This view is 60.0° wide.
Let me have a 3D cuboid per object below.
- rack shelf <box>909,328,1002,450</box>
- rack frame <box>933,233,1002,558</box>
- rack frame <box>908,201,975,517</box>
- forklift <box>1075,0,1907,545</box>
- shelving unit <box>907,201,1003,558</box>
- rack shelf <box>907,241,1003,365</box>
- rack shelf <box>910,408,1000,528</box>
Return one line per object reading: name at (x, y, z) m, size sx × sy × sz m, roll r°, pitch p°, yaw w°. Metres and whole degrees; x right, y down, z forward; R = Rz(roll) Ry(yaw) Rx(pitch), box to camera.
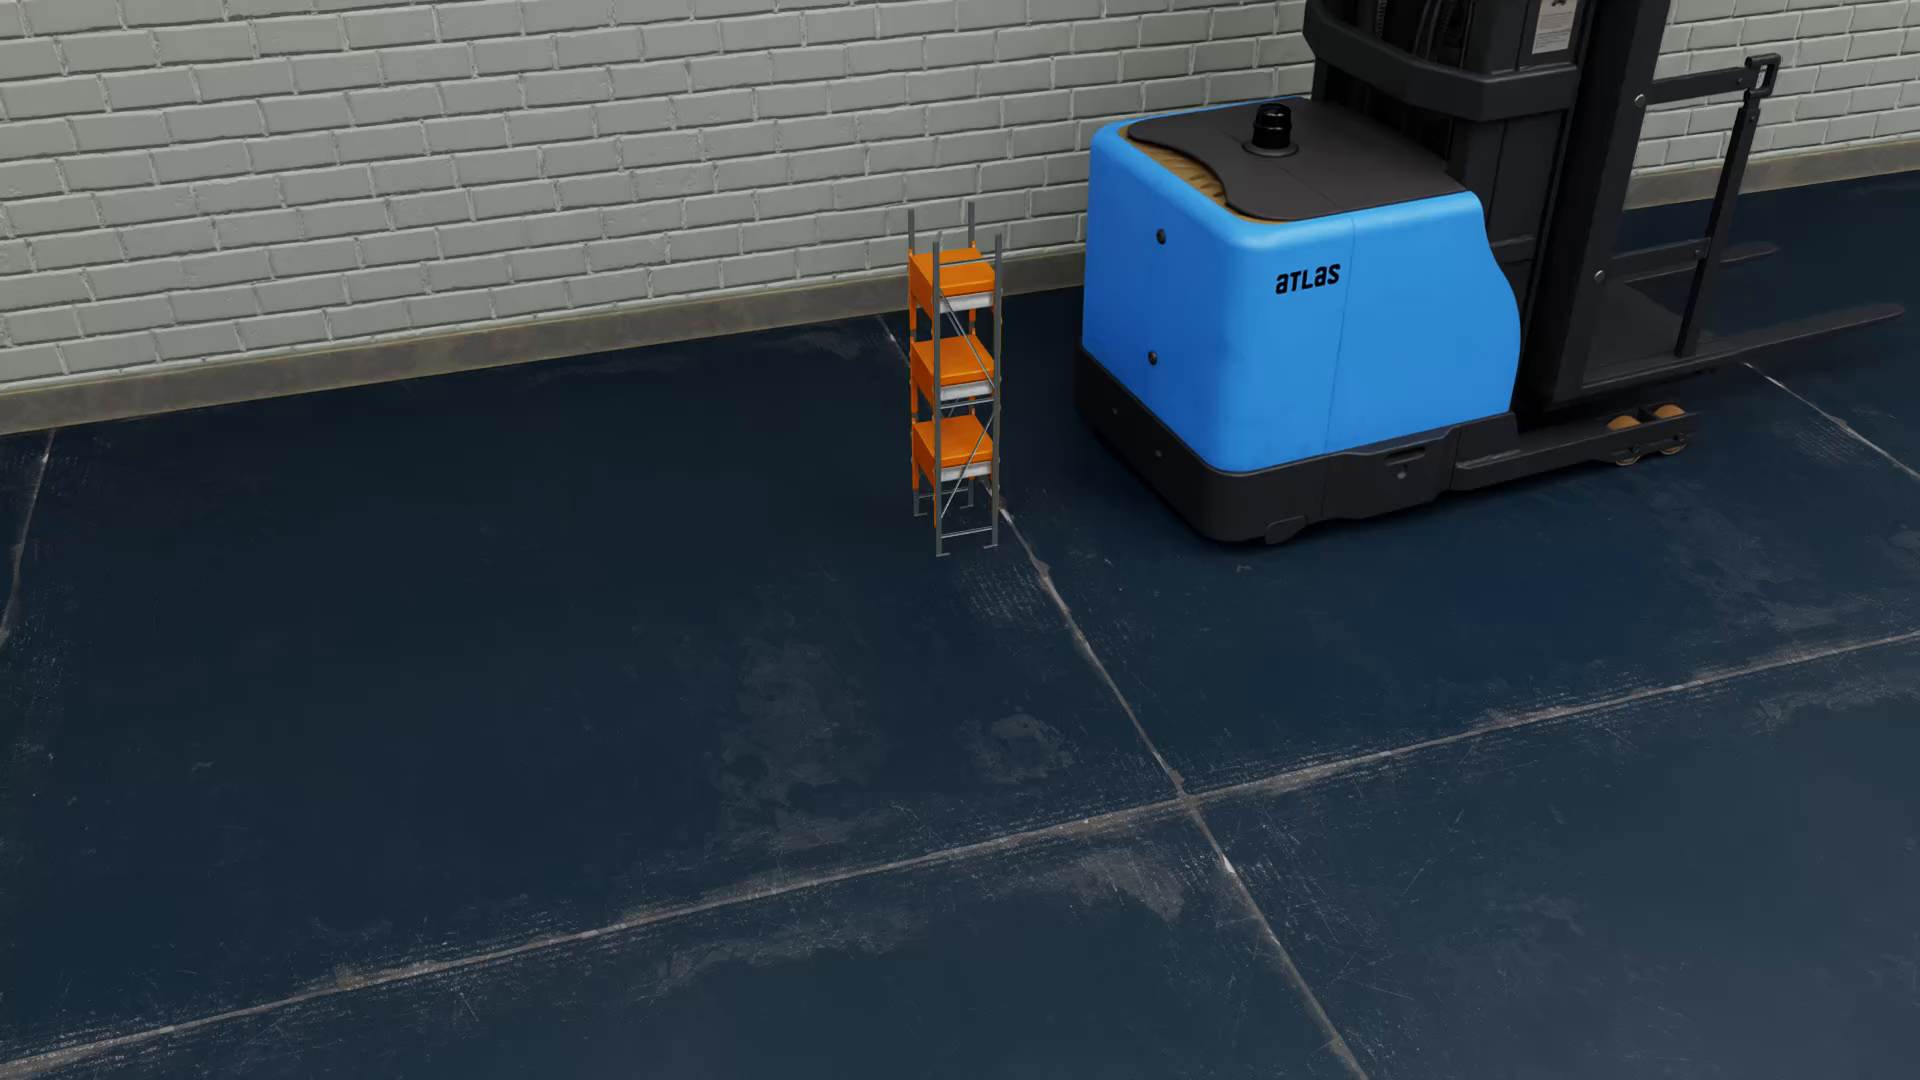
rack shelf at (-0.016, -0.457, 5.009) m, size 0.215 × 0.259 × 0.240 m, roll -10°, pitch 35°, yaw -15°
rack frame at (0.021, -0.402, 4.906) m, size 0.200 × 1.050 × 0.008 m, roll -10°, pitch 35°, yaw -15°
rack frame at (-0.054, -0.530, 5.100) m, size 0.200 × 1.050 × 0.008 m, roll -10°, pitch 35°, yaw -15°
forklift at (1.969, -1.729, 5.208) m, size 3.031 × 2.935 × 1.130 m, roll -13°, pitch 36°, yaw -19°
shelving unit at (-0.016, -0.466, 5.003) m, size 0.215 × 1.050 × 0.252 m, roll -10°, pitch 35°, yaw -15°
rack shelf at (-0.016, -0.694, 4.852) m, size 0.215 × 0.259 × 0.240 m, roll -10°, pitch 35°, yaw -15°
rack shelf at (-0.016, -0.225, 5.162) m, size 0.215 × 0.259 × 0.240 m, roll -10°, pitch 35°, yaw -15°
